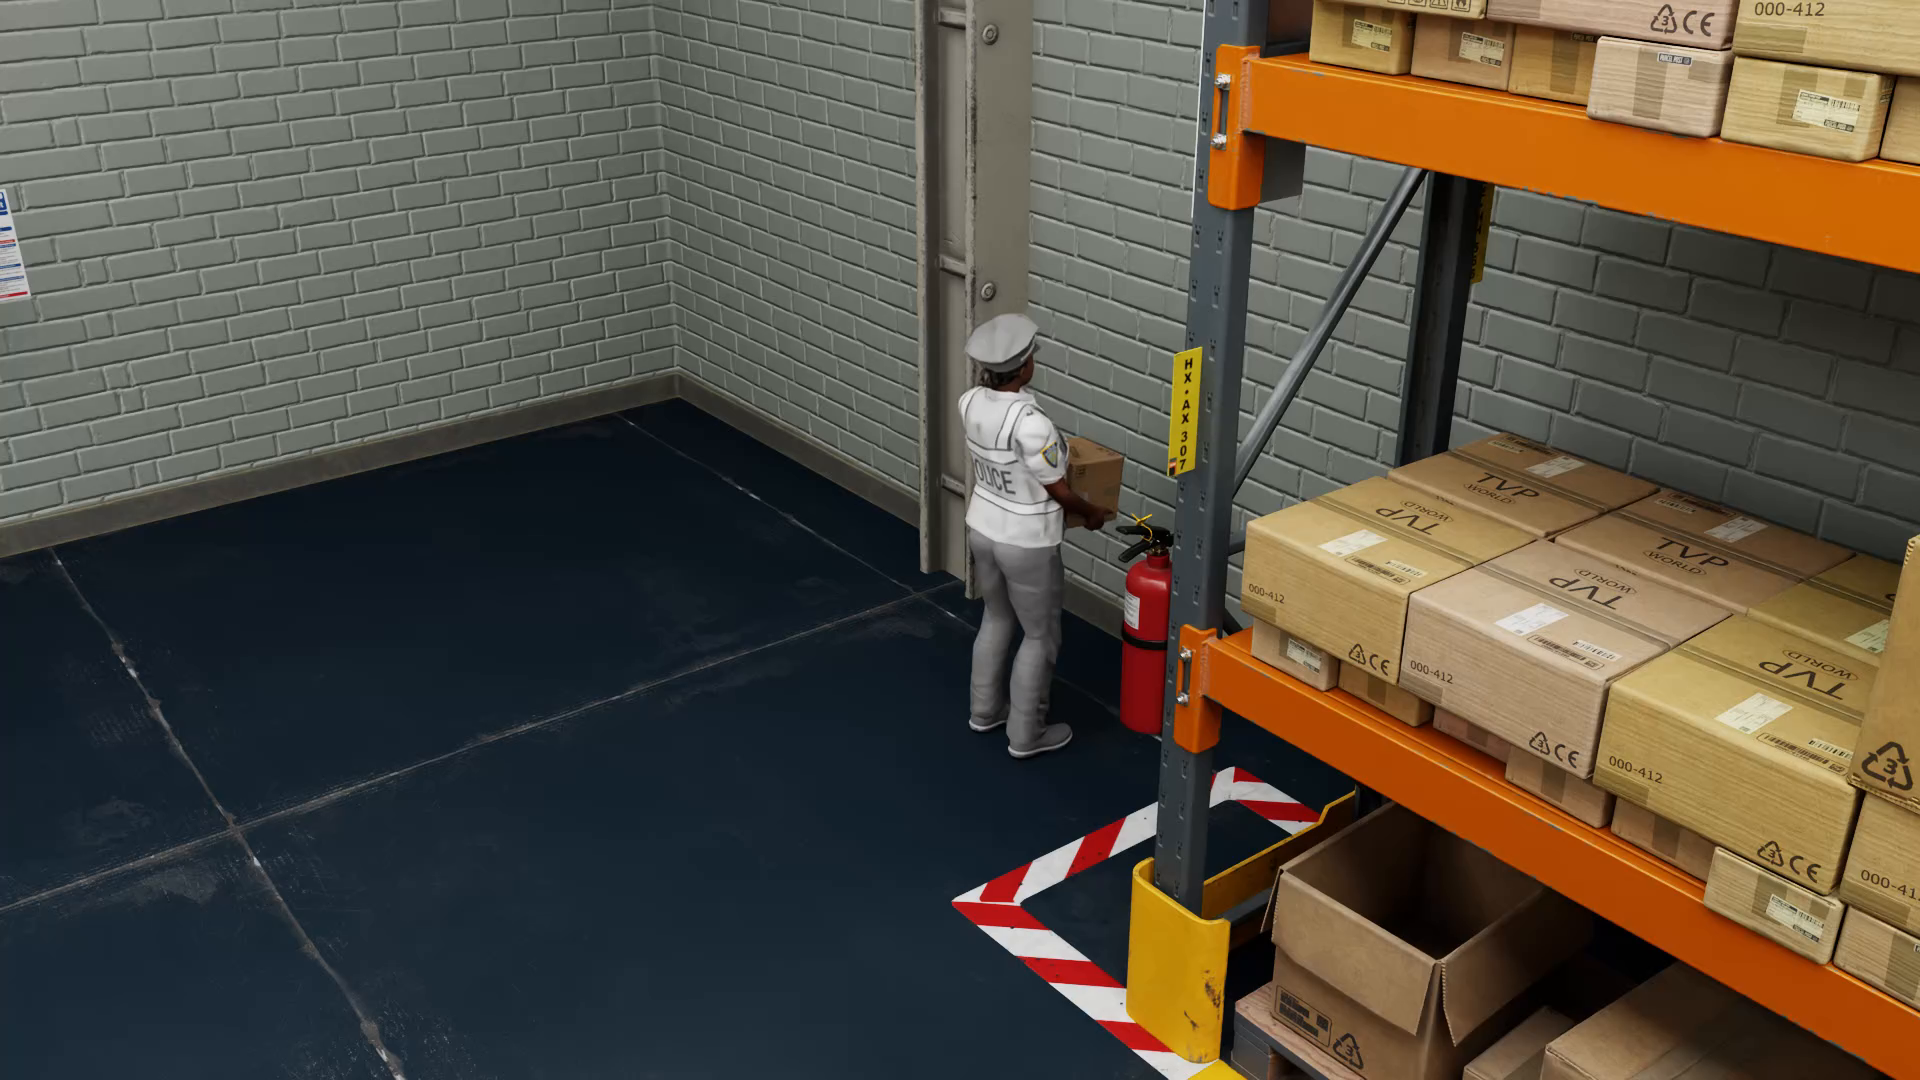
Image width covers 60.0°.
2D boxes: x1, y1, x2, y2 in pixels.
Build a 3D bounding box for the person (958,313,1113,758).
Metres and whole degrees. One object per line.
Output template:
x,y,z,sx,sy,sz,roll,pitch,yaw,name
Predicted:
0.275,-0.027,6.138,0.530,1.688,0.450,-18,30,-33,person
